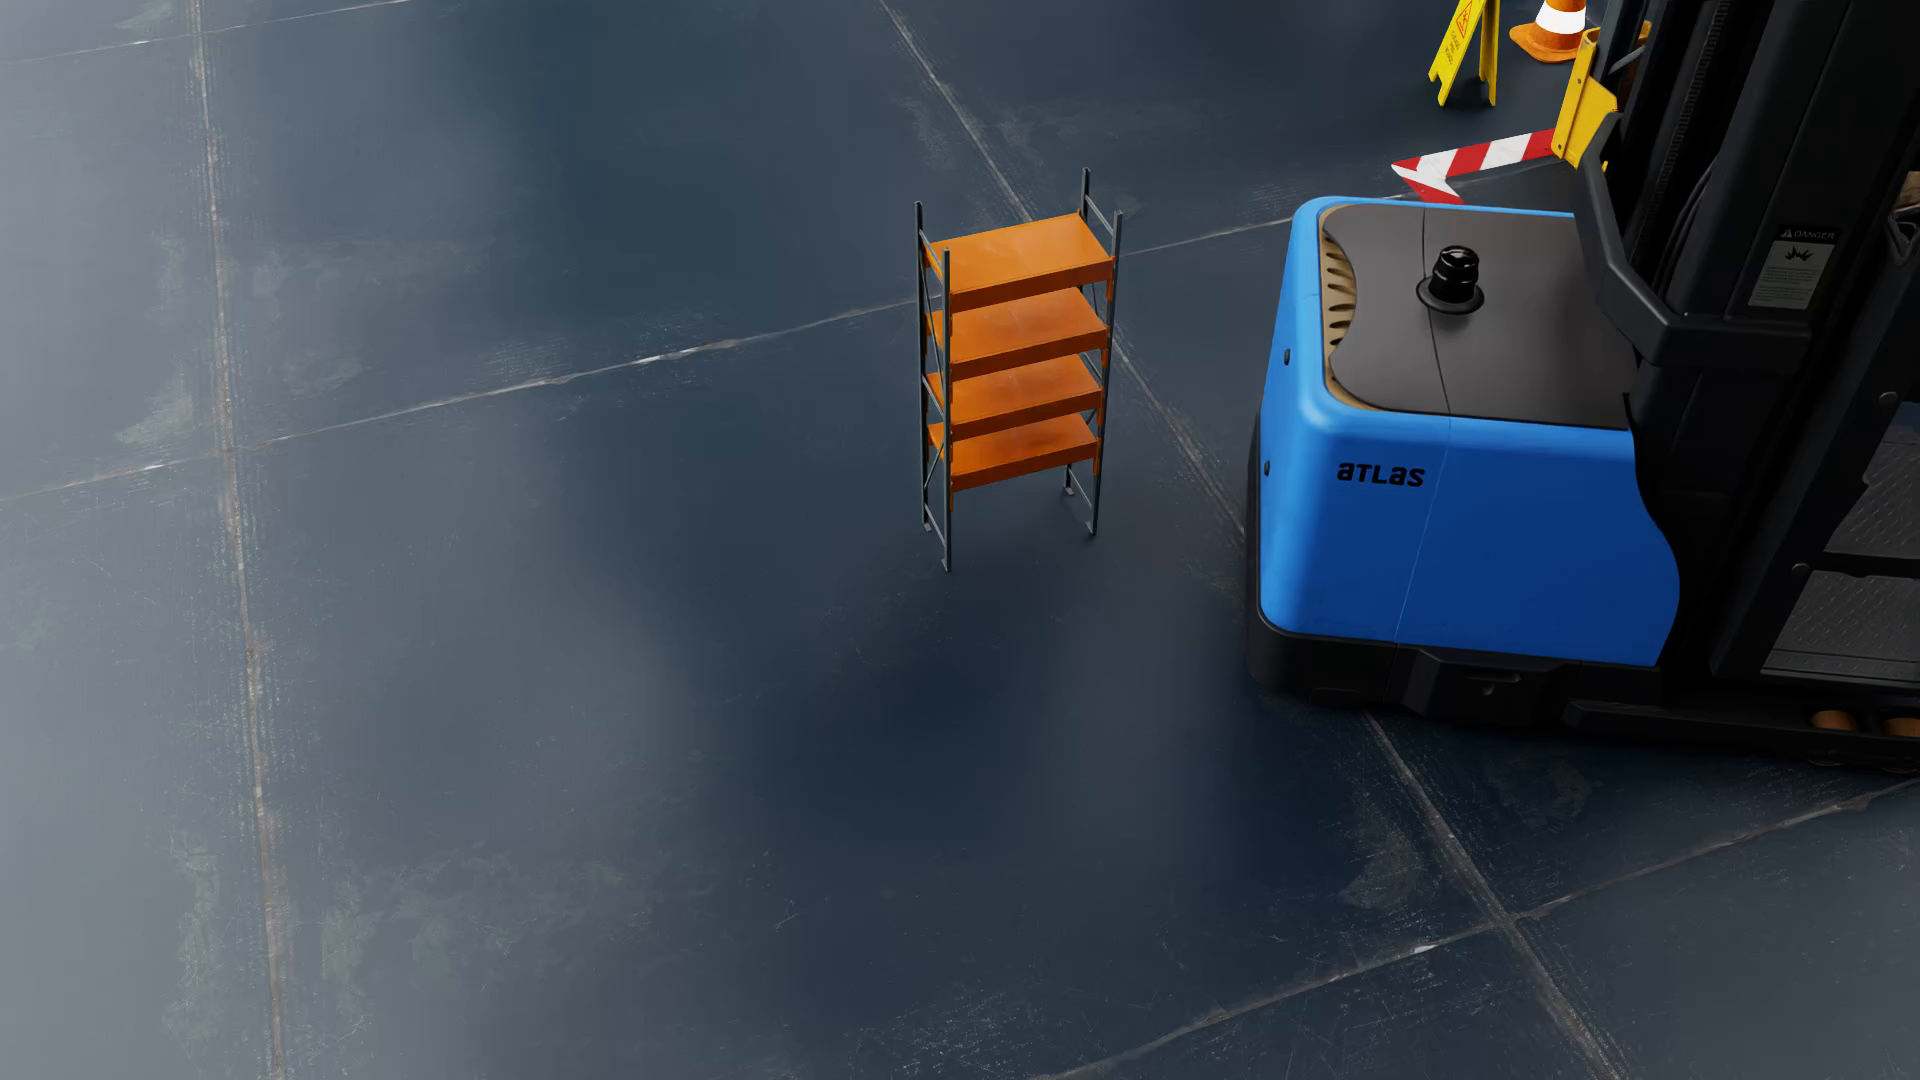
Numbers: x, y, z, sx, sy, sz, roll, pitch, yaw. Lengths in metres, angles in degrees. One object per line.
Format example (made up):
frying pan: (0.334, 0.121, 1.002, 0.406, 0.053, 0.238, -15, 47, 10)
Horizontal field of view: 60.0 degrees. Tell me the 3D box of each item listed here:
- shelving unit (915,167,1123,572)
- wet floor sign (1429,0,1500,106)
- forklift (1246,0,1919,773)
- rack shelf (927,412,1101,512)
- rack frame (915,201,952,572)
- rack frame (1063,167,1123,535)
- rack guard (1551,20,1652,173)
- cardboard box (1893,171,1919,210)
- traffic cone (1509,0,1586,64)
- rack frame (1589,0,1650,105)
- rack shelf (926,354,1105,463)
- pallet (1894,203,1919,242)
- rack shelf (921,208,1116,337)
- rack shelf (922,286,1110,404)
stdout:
shelving unit: (0.156, -0.463, 4.865, 0.503, 1.200, 0.258, -14, 47, -14)
wet floor sign: (2.166, -2.171, 6.958, 0.232, 0.644, 0.267, 0, 45, 0)
forklift: (2.381, -0.792, 3.970, 3.031, 2.935, 1.130, 5, 45, 5)
rack shelf: (0.156, -0.276, 5.053, 0.480, 0.148, 0.258, -14, 47, -14)
rack frame: (-0.074, -0.405, 4.806, 0.015, 1.200, 0.240, -14, 47, -14)
rack frame: (0.385, -0.522, 4.923, 0.015, 1.200, 0.240, -14, 47, -14)
rack guard: (2.780, -1.471, 6.363, 0.348, 0.500, 1.175, -14, 47, -14)
cardboard box: (3.561, -1.522, 6.294, 0.500, 0.250, 0.500, -15, 47, -14)
traffic cone: (2.675, -2.402, 7.318, 0.334, 0.463, 0.336, -14, 47, -14)
rack frame: (2.708, -2.335, 5.460, 0.127, 3.000, 1.000, -14, 47, -14)
rack shelf: (0.156, -0.416, 4.912, 0.480, 0.148, 0.258, -14, 47, -14)
pallet: (3.556, -1.541, 6.637, 1.213, 0.211, 1.003, -14, 47, -14)
rack shelf: (0.156, -0.741, 4.586, 0.480, 0.148, 0.258, -14, 47, -14)
rack shelf: (0.156, -0.574, 4.754, 0.480, 0.148, 0.258, -14, 47, -14)
